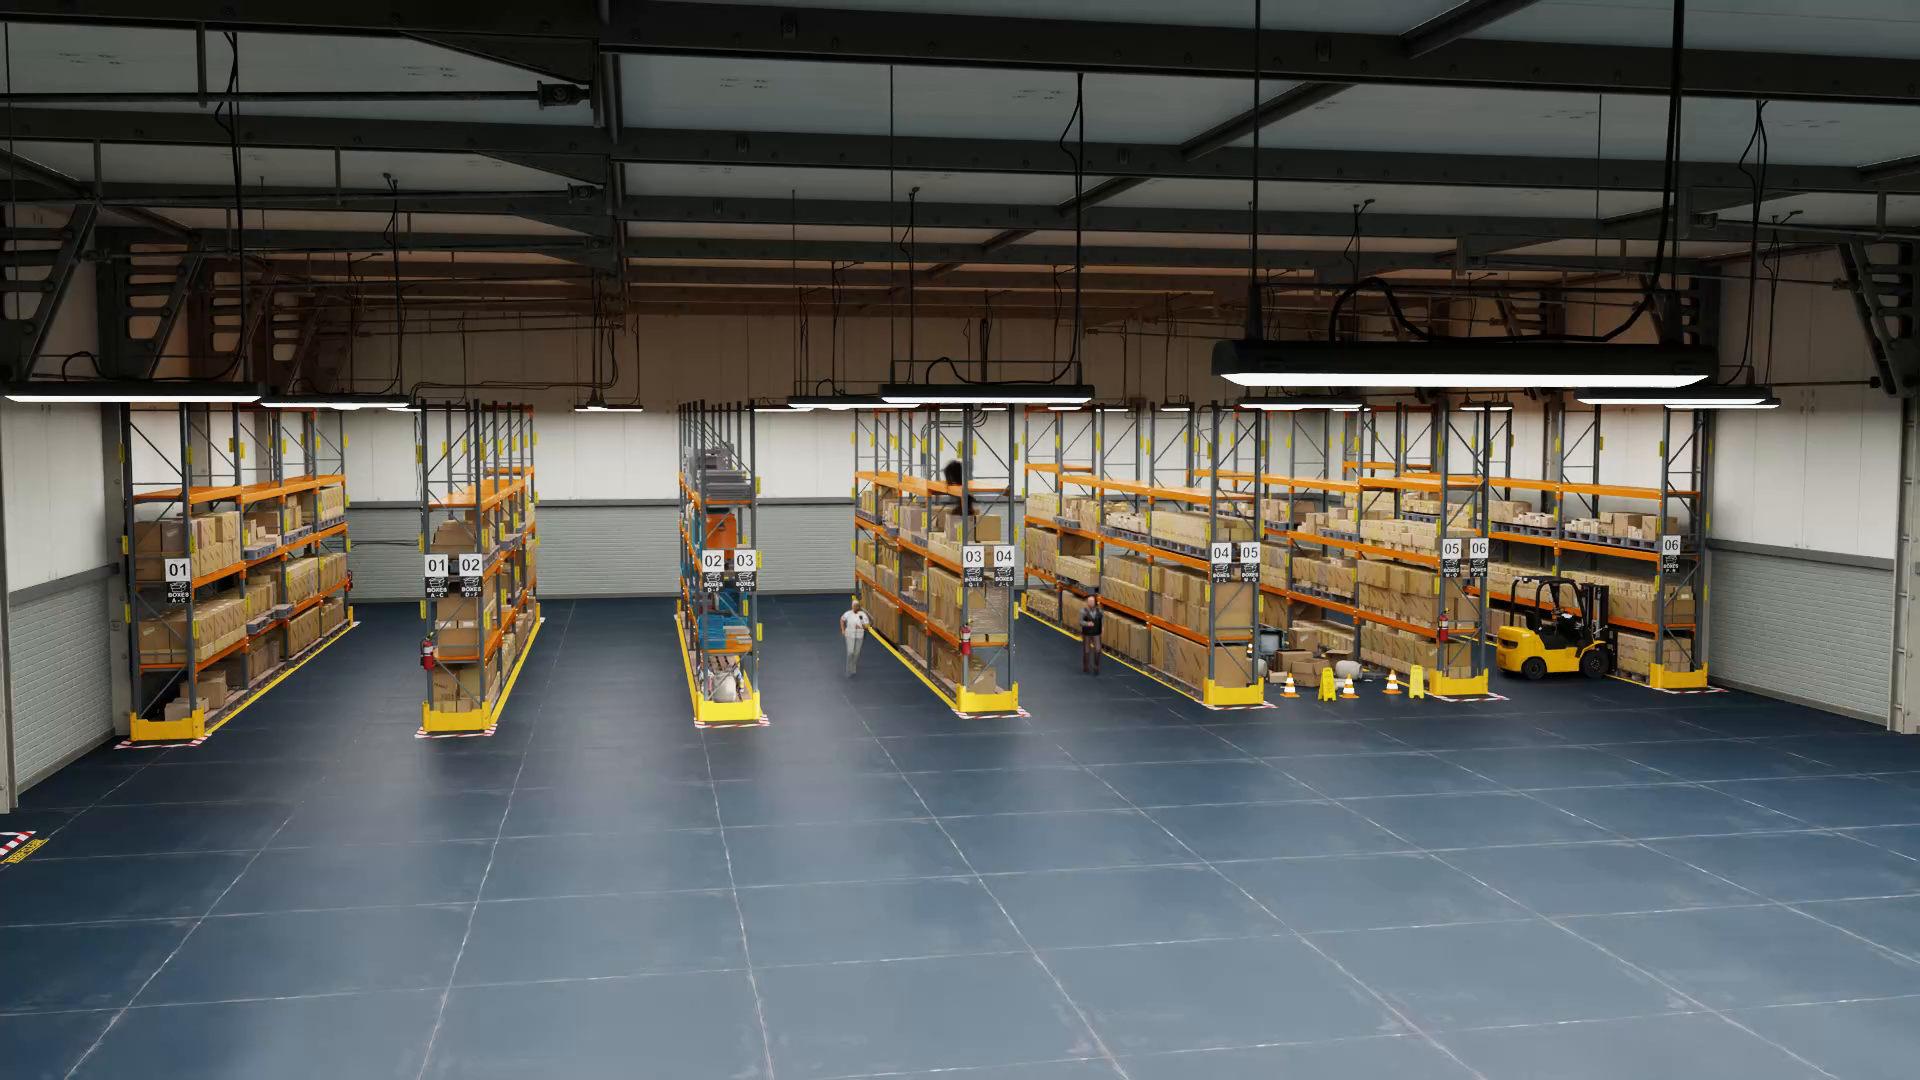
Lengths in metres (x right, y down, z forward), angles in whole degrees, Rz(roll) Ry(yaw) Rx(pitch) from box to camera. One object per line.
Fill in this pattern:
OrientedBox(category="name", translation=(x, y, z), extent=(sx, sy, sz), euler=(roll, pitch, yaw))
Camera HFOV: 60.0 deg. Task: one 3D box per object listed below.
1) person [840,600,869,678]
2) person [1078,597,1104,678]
OrientedBox(category="person", translation=(-2.292, 2.167, 36.388), extent=(0.595, 1.714, 0.662), euler=(-1, 4, -13))
OrientedBox(category="person", translation=(2.882, 2.122, 36.407), extent=(0.633, 1.774, 0.831), euler=(-1, 4, -7))
